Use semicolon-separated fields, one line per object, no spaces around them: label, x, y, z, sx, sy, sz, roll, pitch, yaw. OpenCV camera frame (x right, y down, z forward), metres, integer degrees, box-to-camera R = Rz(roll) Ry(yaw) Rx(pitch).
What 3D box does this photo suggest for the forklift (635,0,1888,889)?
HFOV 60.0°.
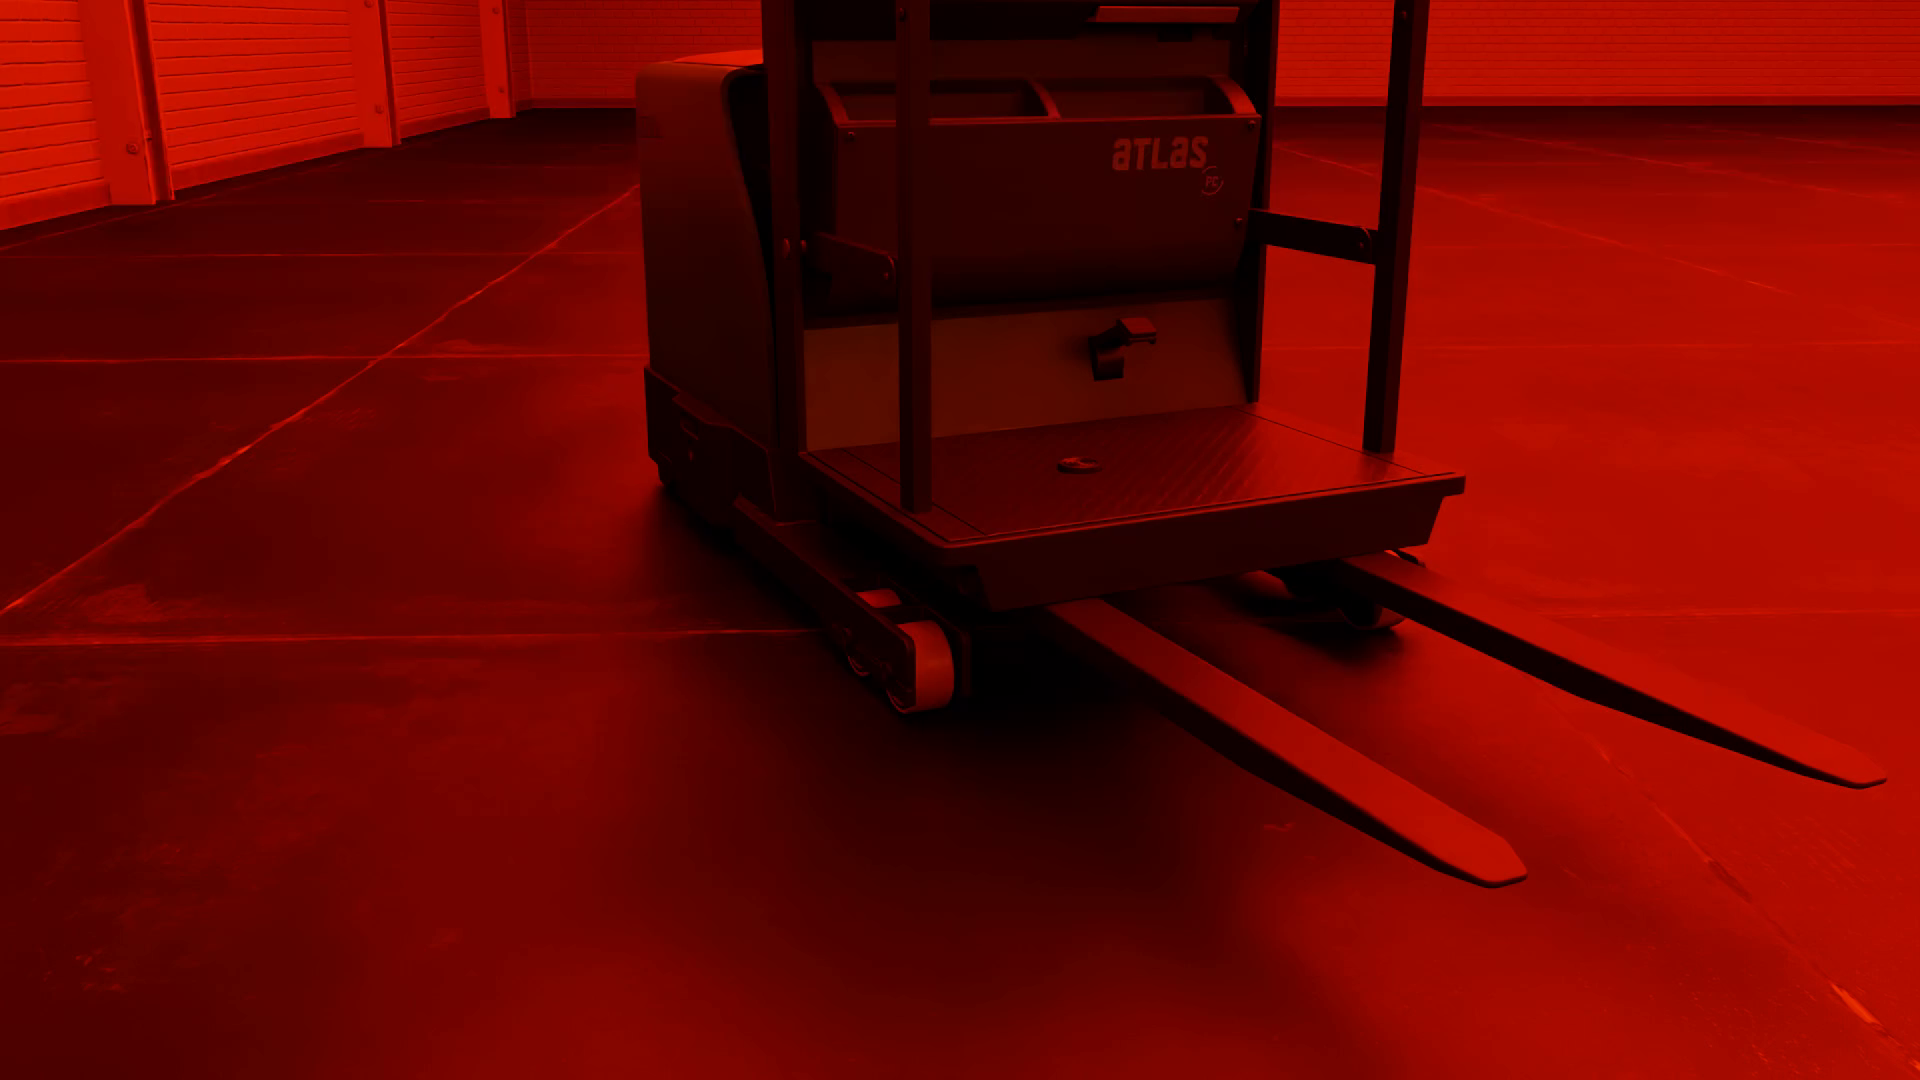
forklift;0.258;-1.240;2.962;1.130;2.935;3.031;-8;19;-24
